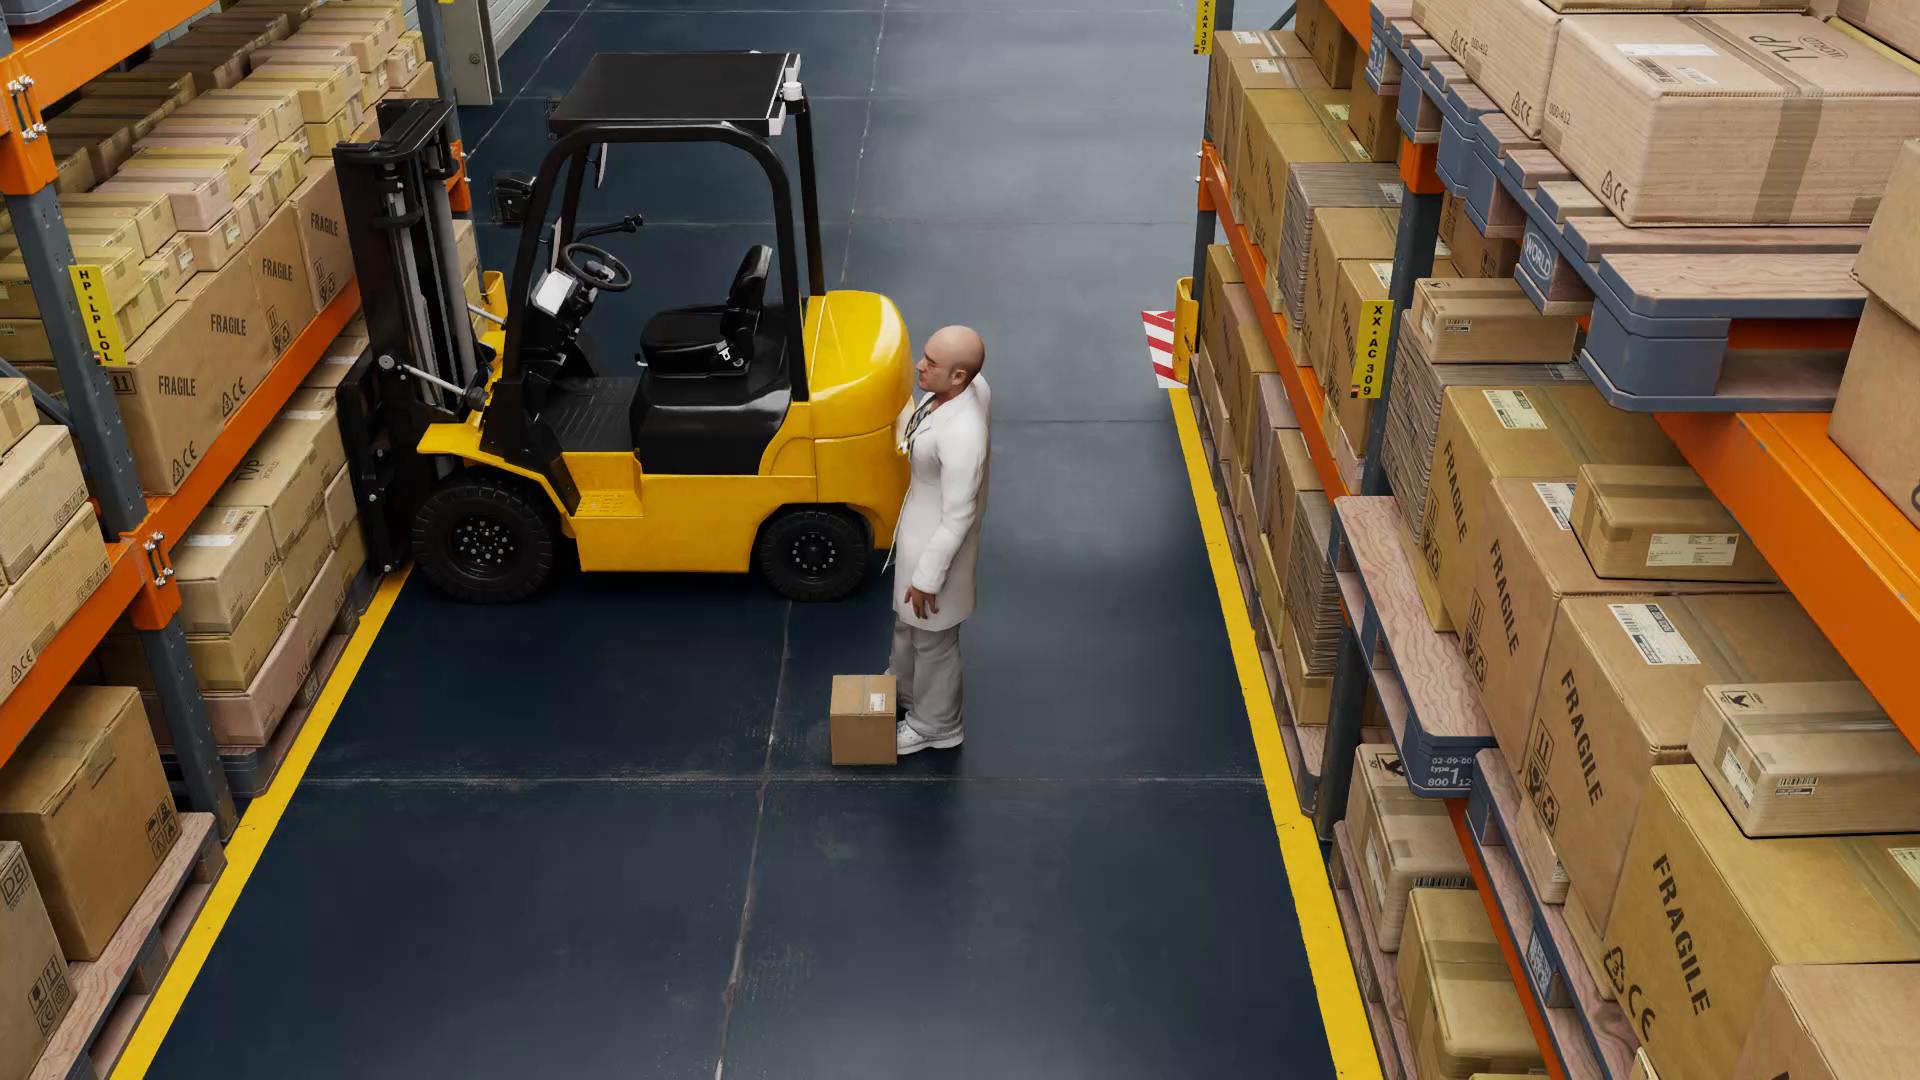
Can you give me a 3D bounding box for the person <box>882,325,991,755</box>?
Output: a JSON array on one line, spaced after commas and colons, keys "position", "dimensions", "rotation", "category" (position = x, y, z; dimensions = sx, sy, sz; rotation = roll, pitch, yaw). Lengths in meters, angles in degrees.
[{"position": [-0.179, 0.026, 6.088], "dimensions": [0.578, 1.779, 0.698], "rotation": [0, 31, 0], "category": "person"}]
